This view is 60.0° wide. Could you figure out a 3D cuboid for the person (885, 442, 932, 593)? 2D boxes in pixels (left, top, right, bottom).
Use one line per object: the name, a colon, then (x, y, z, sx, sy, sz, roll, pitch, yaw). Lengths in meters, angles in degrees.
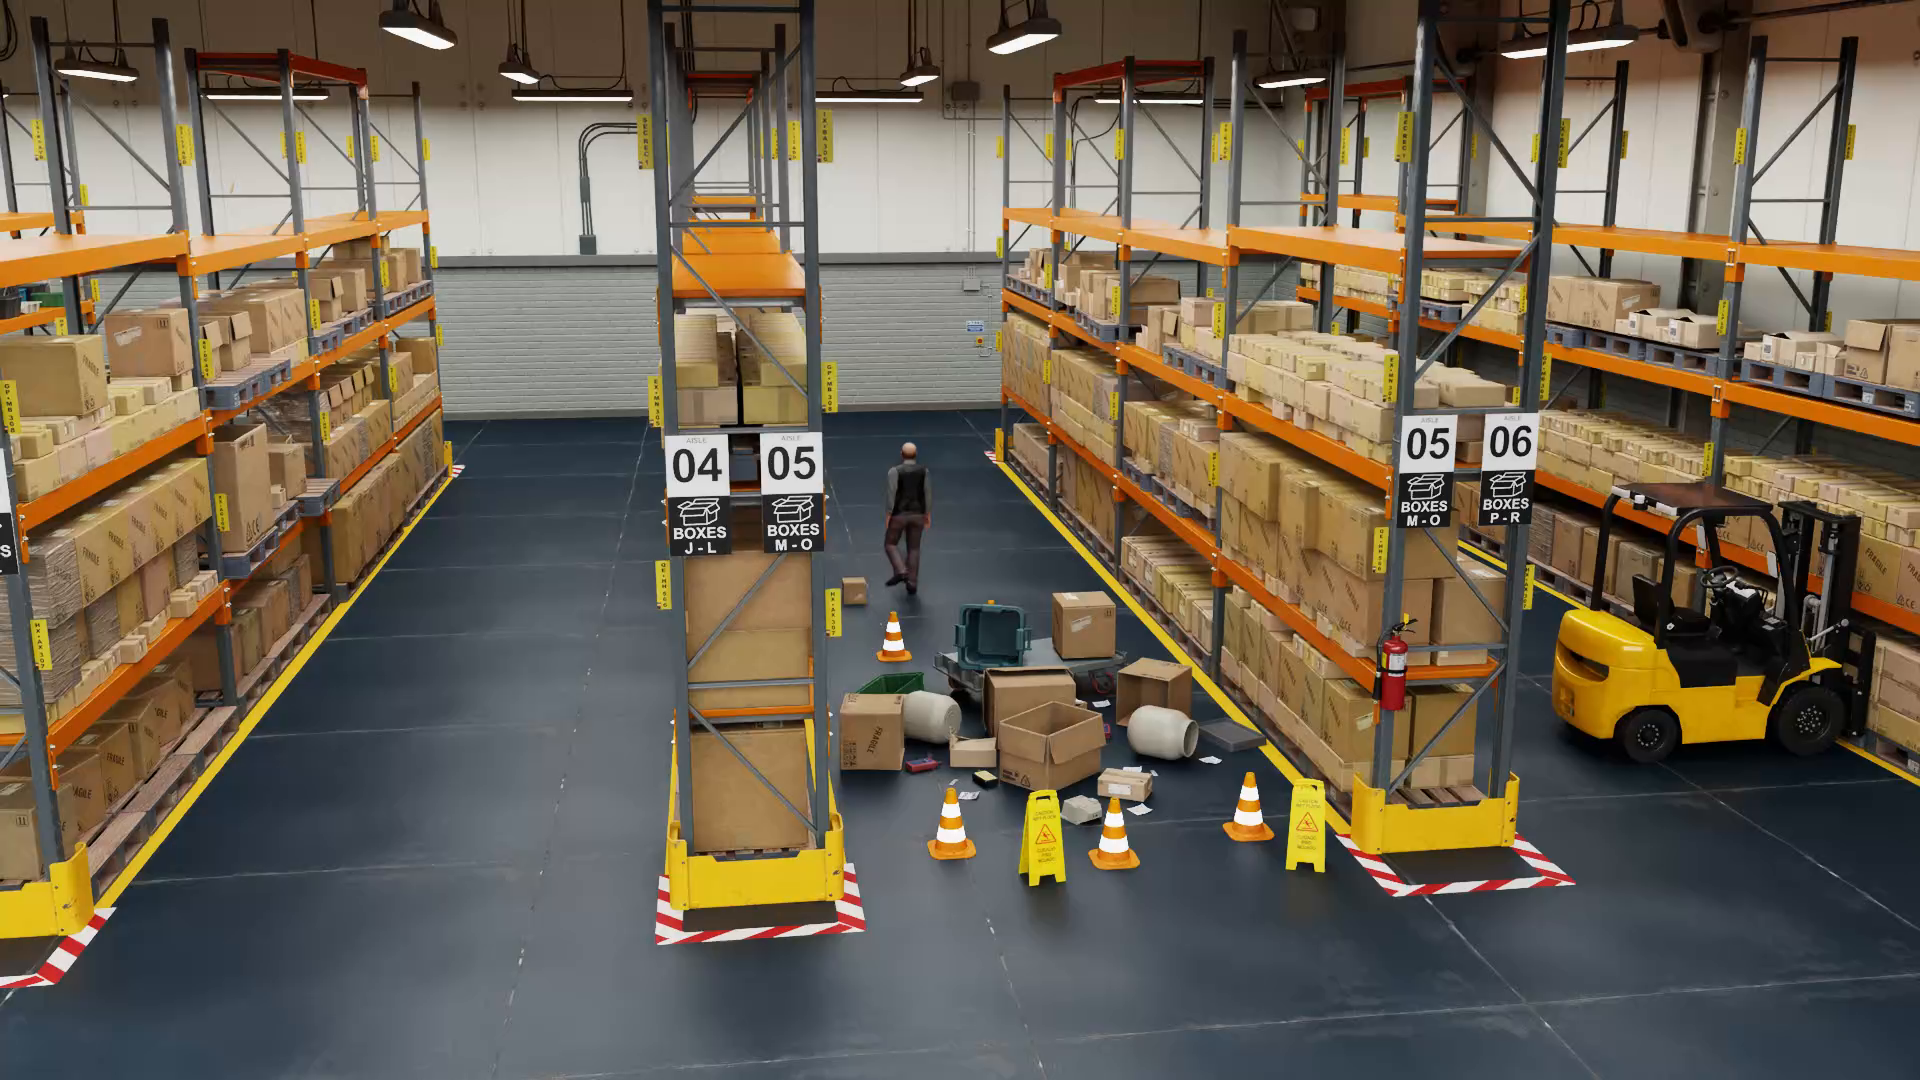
person: (-0.593, -0.254, 19.089, 0.583, 1.715, 0.474, -4, 14, -17)
